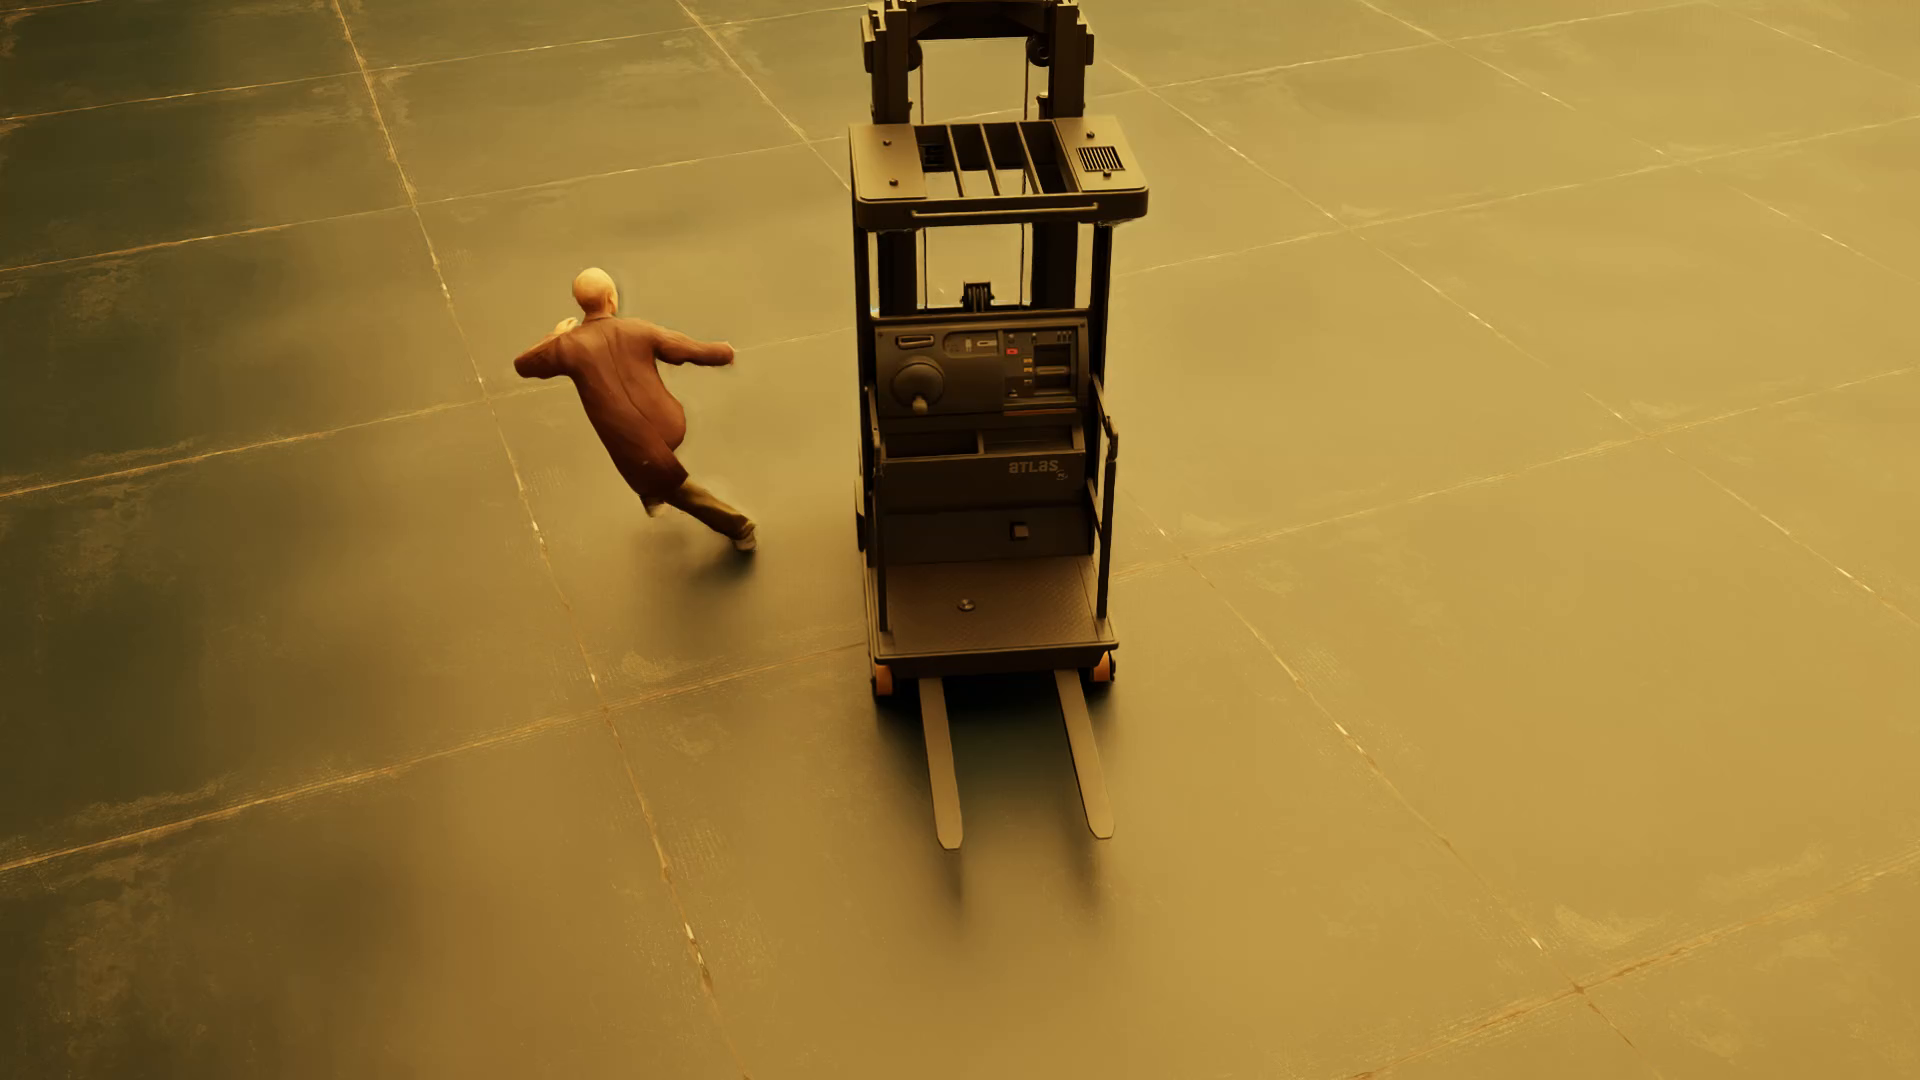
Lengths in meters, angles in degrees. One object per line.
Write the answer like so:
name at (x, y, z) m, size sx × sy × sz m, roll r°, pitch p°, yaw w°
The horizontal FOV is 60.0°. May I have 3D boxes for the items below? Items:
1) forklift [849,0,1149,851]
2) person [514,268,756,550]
forklift at (0.121, -0.687, 7.065) m, size 1.130 × 2.935 × 3.031 m, roll -3°, pitch 36°, yaw -5°
person at (-1.570, -0.651, 8.190) m, size 1.043 × 1.554 × 0.929 m, roll -23°, pitch 41°, yaw -29°
